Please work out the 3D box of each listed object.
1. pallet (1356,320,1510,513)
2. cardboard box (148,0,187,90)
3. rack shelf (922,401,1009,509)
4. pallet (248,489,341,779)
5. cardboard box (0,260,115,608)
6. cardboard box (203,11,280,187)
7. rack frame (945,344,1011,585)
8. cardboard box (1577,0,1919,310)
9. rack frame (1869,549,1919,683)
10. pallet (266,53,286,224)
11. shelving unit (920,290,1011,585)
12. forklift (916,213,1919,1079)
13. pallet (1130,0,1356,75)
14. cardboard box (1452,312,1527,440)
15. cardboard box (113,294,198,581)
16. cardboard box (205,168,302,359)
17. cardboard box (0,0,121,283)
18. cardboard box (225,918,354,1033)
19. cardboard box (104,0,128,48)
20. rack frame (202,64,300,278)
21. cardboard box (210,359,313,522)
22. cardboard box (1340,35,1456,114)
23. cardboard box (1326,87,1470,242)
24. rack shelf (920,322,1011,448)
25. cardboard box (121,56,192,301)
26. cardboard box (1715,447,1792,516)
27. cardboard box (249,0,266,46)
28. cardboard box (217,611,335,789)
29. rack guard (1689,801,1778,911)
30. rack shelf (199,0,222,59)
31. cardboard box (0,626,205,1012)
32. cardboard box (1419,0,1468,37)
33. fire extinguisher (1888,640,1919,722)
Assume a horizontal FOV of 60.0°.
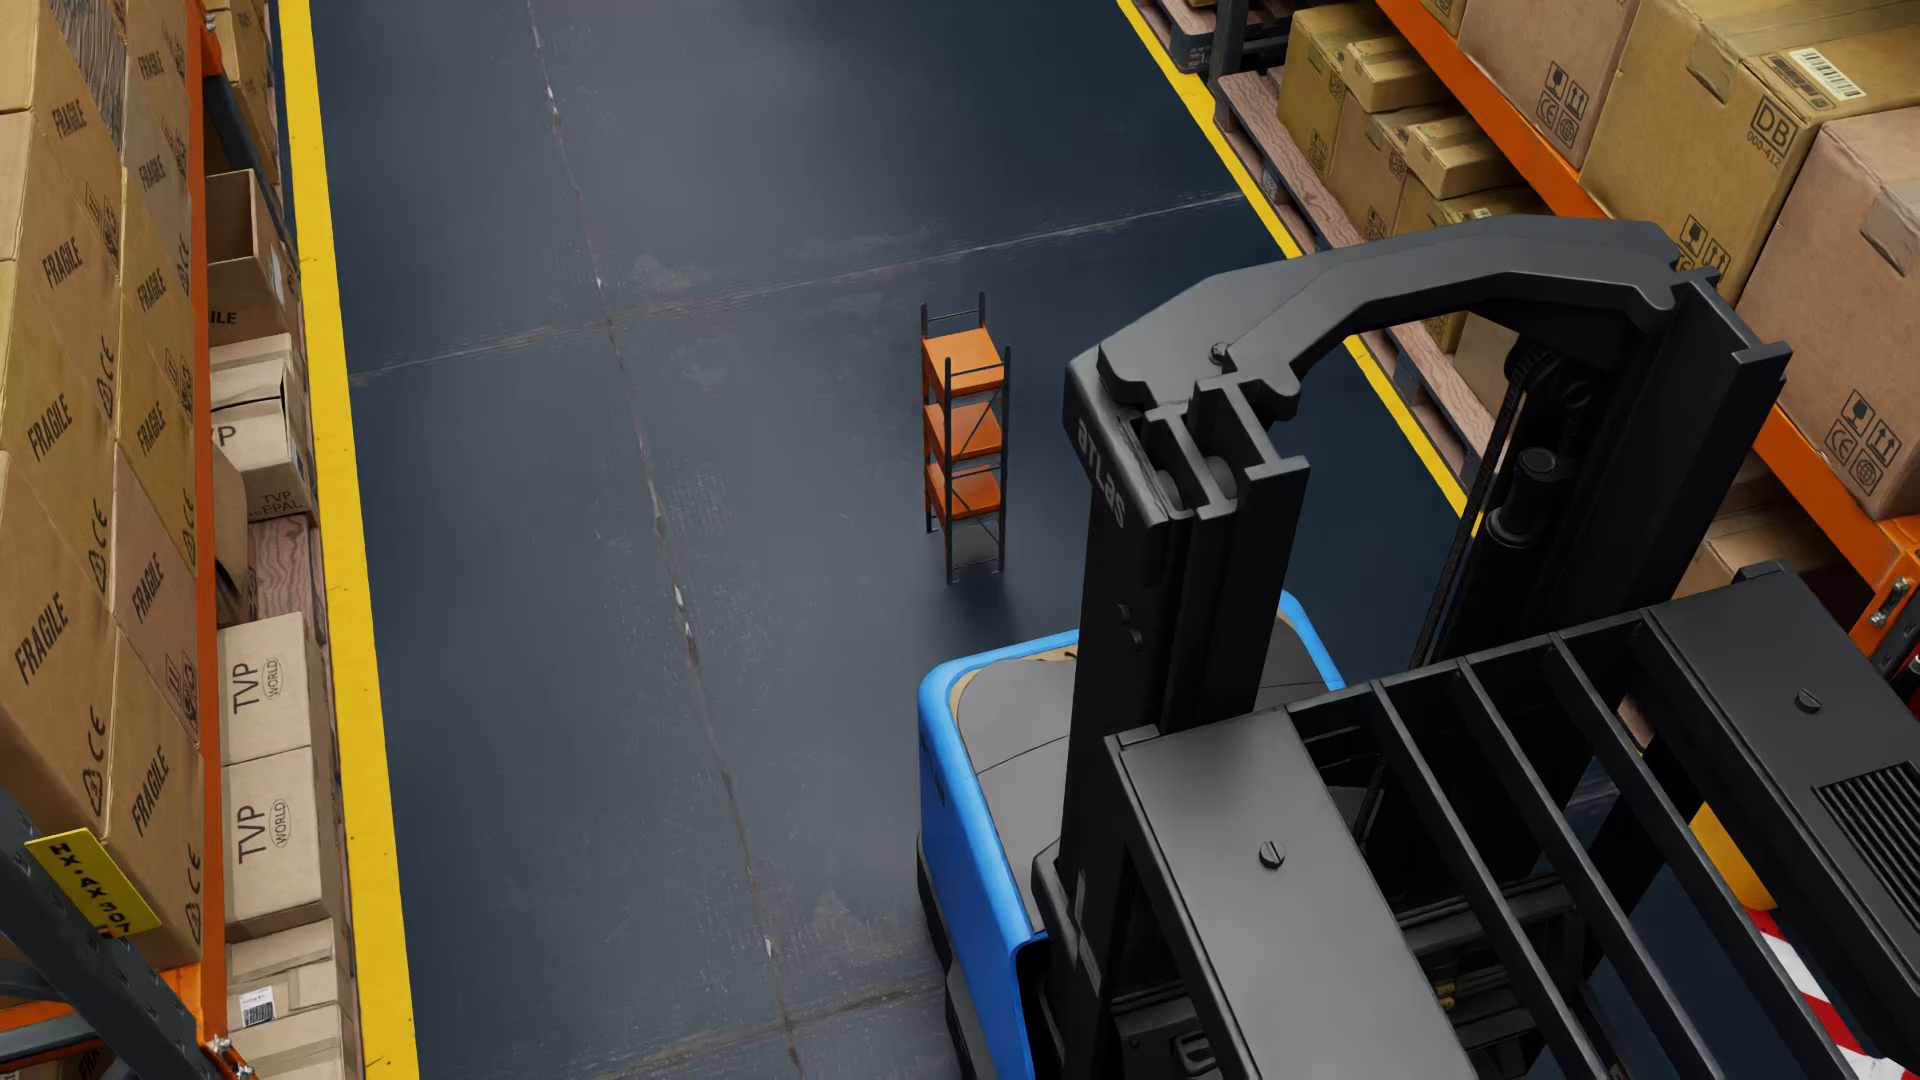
[{"bbox_3d":[2.118,-0.706,6.208,1.003,0.211,1.213,-13,51,-11],"label":"pallet"},{"bbox_3d":[-2.735,-1.673,5.133,0.500,0.500,0.500,-13,51,-10],"label":"cardboard box"},{"bbox_3d":[0.016,-0.292,5.324,0.215,0.259,0.240,-13,51,-11],"label":"rack shelf"},{"bbox_3d":[-2.561,0.345,5.321,1.003,0.211,1.213,-13,51,-11],"label":"pallet"},{"bbox_3d":[-1.986,-0.145,3.191,0.500,0.500,0.500,-13,51,-11],"label":"cardboard box"},{"bbox_3d":[-3.038,-1.693,6.562,0.500,0.500,0.500,-15,52,-13],"label":"cardboard box"},{"bbox_3d":[0.052,-0.210,5.241,0.200,1.050,0.008,-13,51,-11],"label":"rack frame"},{"bbox_3d":[2.400,-1.145,4.557,0.980,0.700,0.700,-14,51,-11],"label":"cardboard box"},{"bbox_3d":[2.786,-0.150,3.914,1.000,3.000,0.127,-13,51,-11],"label":"rack frame"},{"bbox_3d":[-3.405,-1.635,6.990,1.003,0.211,1.213,-13,51,-11],"label":"pallet"},{"bbox_3d":[0.016,-0.299,5.316,0.215,1.050,0.252,-13,51,-11],"label":"shelving unit"},{"bbox_3d":[0.802,1.032,2.963,1.130,2.935,3.031,-13,51,-11],"label":"forklift"},{"bbox_3d":[1.303,-2.719,7.904,1.003,0.211,1.213,-13,51,-11],"label":"pallet"},{"bbox_3d":[2.186,-0.700,5.739,0.700,0.500,0.500,-15,51,-12],"label":"cardboard box"},{"bbox_3d":[-2.128,-0.186,3.879,0.500,0.500,0.500,-13,51,-11],"label":"cardboard box"},{"bbox_3d":[-2.688,-0.932,5.921,0.500,0.500,0.500,-13,51,-11],"label":"cardboard box"},{"bbox_3d":[-2.280,-0.882,3.813,0.500,0.500,0.500,-14,51,-11],"label":"cardboard box"},{"bbox_3d":[-1.814,1.179,4.360,0.380,0.166,0.250,-13,51,-11],"label":"cardboard box"},{"bbox_3d":[-2.577,-1.618,4.433,0.500,0.500,0.500,-14,51,-12],"label":"cardboard box"},{"bbox_3d":[-3.128,-1.948,5.431,1.000,3.000,0.127,-13,51,-11],"label":"rack frame"},{"bbox_3d":[-2.467,-0.324,5.532,0.500,0.311,0.500,-13,51,-11],"label":"cardboard box"},{"bbox_3d":[1.653,-1.749,6.199,0.380,0.149,0.250,-12,51,-10],"label":"cardboard box"},{"bbox_3d":[1.872,-1.464,6.382,0.700,0.500,0.500,-14,51,-11],"label":"cardboard box"},{"bbox_3d":[0.016,-0.475,5.107,0.215,0.259,0.240,-13,51,-11],"label":"rack shelf"},{"bbox_3d":[-2.427,-0.922,4.500,0.500,0.500,0.500,-12,51,-10],"label":"cardboard box"},{"bbox_3d":[2.271,-0.229,4.918,0.380,0.149,0.250,-14,51,-11],"label":"cardboard box"},{"bbox_3d":[-3.347,-2.446,7.198,0.500,0.500,0.500,-13,51,-11],"label":"cardboard box"},{"bbox_3d":[-2.131,0.526,4.855,0.500,0.250,0.500,-13,51,-11],"label":"cardboard box"},{"bbox_3d":[2.793,0.674,4.855,1.175,0.500,0.348,-13,51,-11],"label":"rack guard"},{"bbox_3d":[-3.719,-3.177,6.937,1.077,0.370,4.000,-13,51,-11],"label":"rack shelf"},{"bbox_3d":[-1.824,0.557,3.253,0.500,0.500,0.500,-12,51,-10],"label":"cardboard box"},{"bbox_3d":[1.959,-2.233,5.475,0.980,0.700,0.700,-14,51,-12],"label":"cardboard box"},{"bbox_3d":[2.390,0.210,3.905,0.296,0.674,0.183,-13,51,-11],"label":"fire extinguisher"}]
